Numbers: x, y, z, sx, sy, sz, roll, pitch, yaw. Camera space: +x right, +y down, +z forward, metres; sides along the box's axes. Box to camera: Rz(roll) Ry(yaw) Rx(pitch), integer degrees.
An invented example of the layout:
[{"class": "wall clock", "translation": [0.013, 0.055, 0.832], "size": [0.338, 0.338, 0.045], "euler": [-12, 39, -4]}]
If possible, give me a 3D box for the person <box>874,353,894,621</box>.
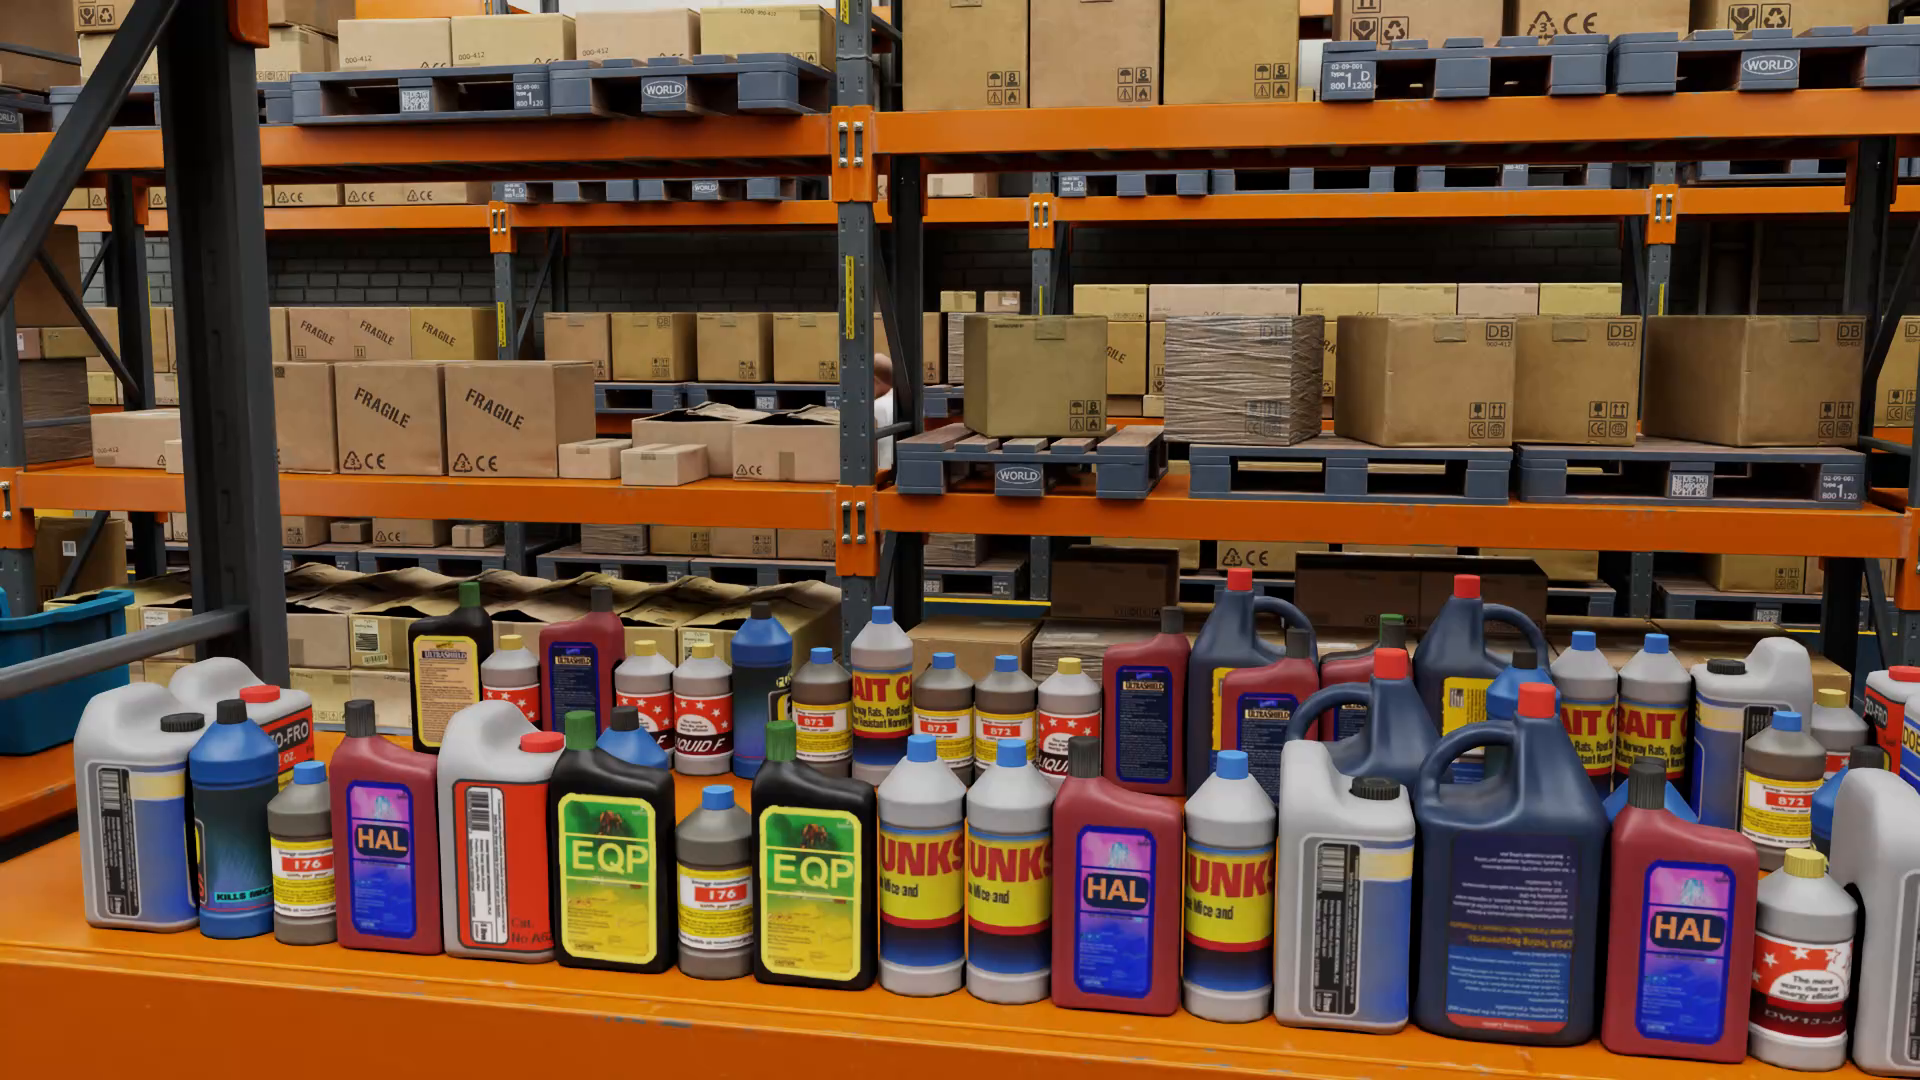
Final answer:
[{"class": "person", "translation": [-0.430, -0.137, 9.394], "size": [0.418, 1.823, 0.710], "euler": [4, 9, 26]}]
